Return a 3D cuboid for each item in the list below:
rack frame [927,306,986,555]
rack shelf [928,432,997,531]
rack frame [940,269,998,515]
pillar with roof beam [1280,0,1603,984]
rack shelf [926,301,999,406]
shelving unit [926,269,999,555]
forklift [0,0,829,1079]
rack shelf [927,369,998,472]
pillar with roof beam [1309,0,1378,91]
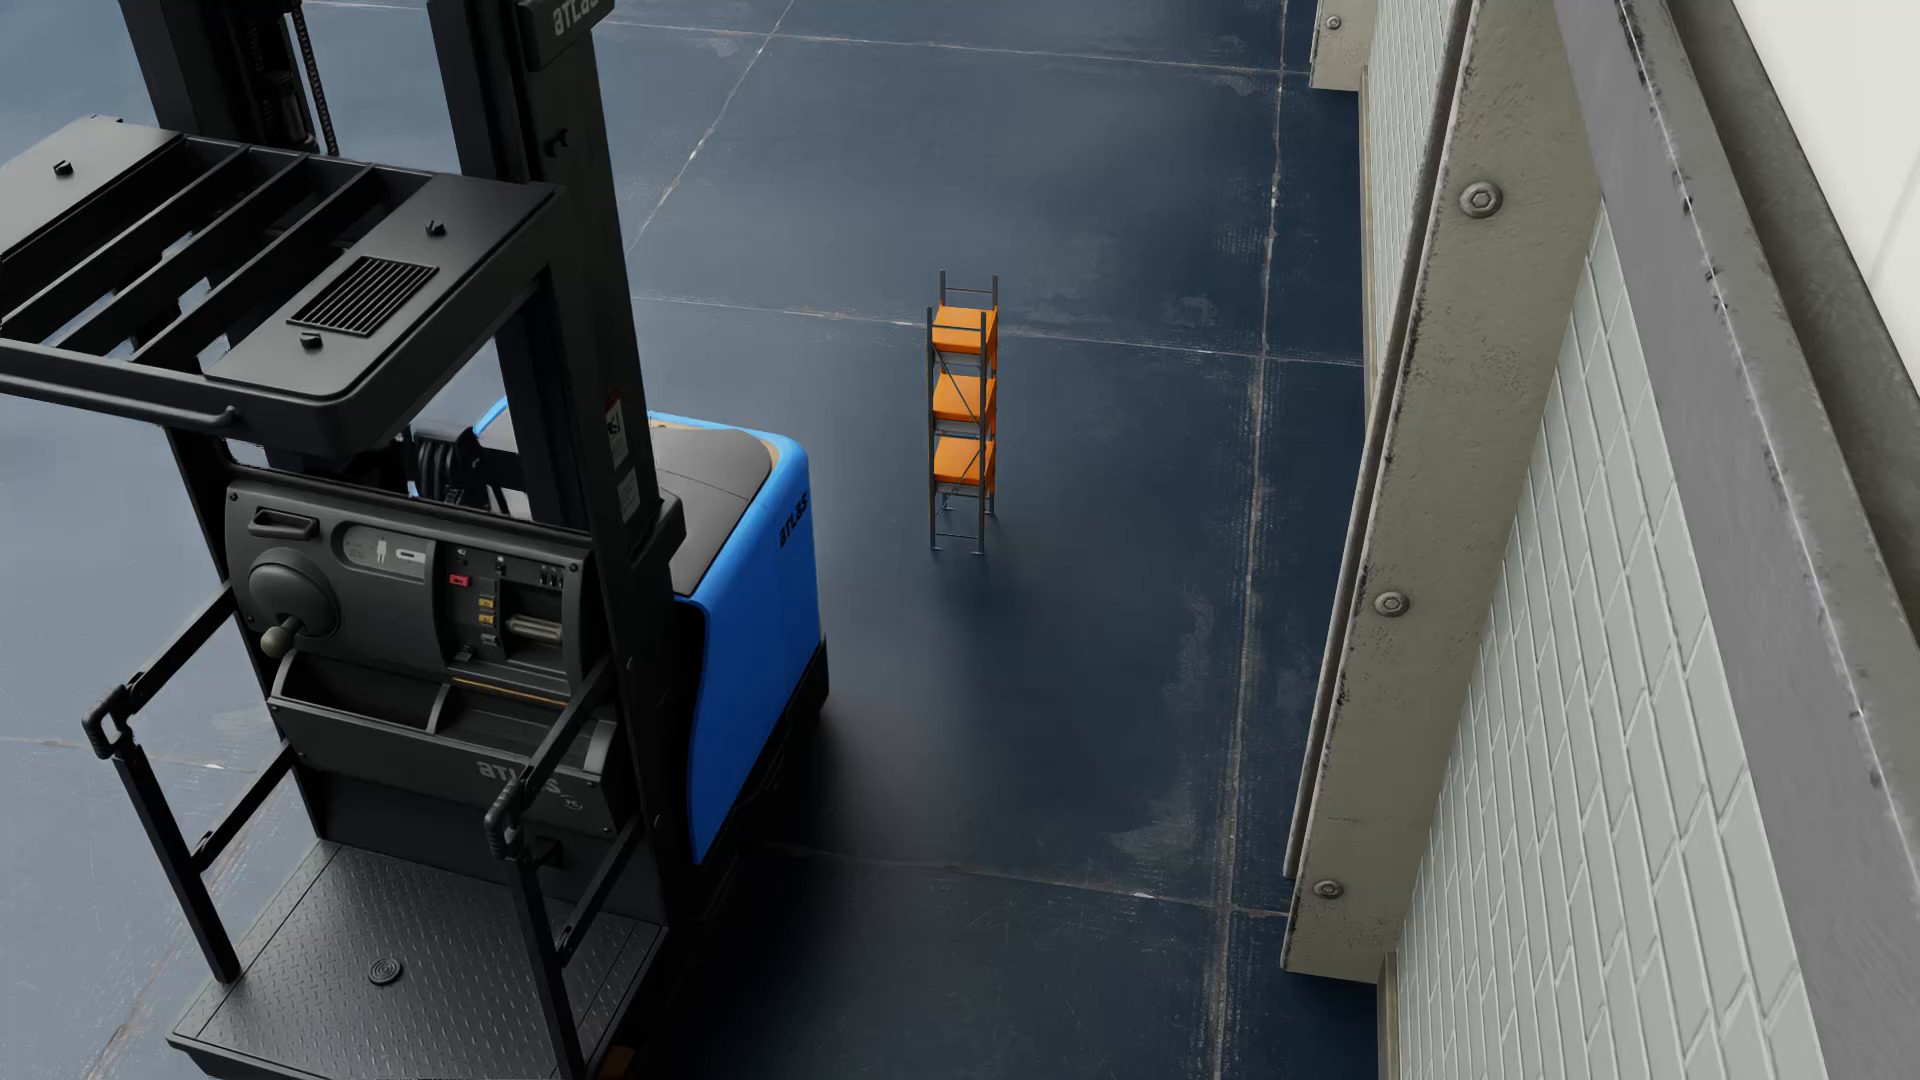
[{"bbox_3d":[-0.012,-0.362,5.863,0.200,1.050,0.008,6,40,8],"label":"rack frame"},{"bbox_3d":[0.009,-0.216,6.140,0.215,0.259,0.240,6,40,8],"label":"rack shelf"},{"bbox_3d":[0.030,-0.515,6.049,0.200,1.050,0.008,6,40,8],"label":"rack frame"},{"bbox_3d":[-3.136,-2.820,2.598,9.100,9.000,0.400,6,40,8],"label":"pillar with roof beam"},{"bbox_3d":[0.009,-0.649,5.782,0.215,0.259,0.240,6,40,8],"label":"rack shelf"},{"bbox_3d":[0.009,-0.438,5.956,0.215,1.050,0.252,6,40,8],"label":"shelving unit"},{"bbox_3d":[-1.351,0.205,3.701,1.130,2.935,3.031,11,41,13],"label":"forklift"},{"bbox_3d":[0.009,-0.430,5.963,0.215,0.259,0.240,6,40,8],"label":"rack shelf"},{"bbox_3d":[-2.097,-6.585,7.153,9.100,9.000,0.400,6,40,8],"label":"pillar with roof beam"}]
